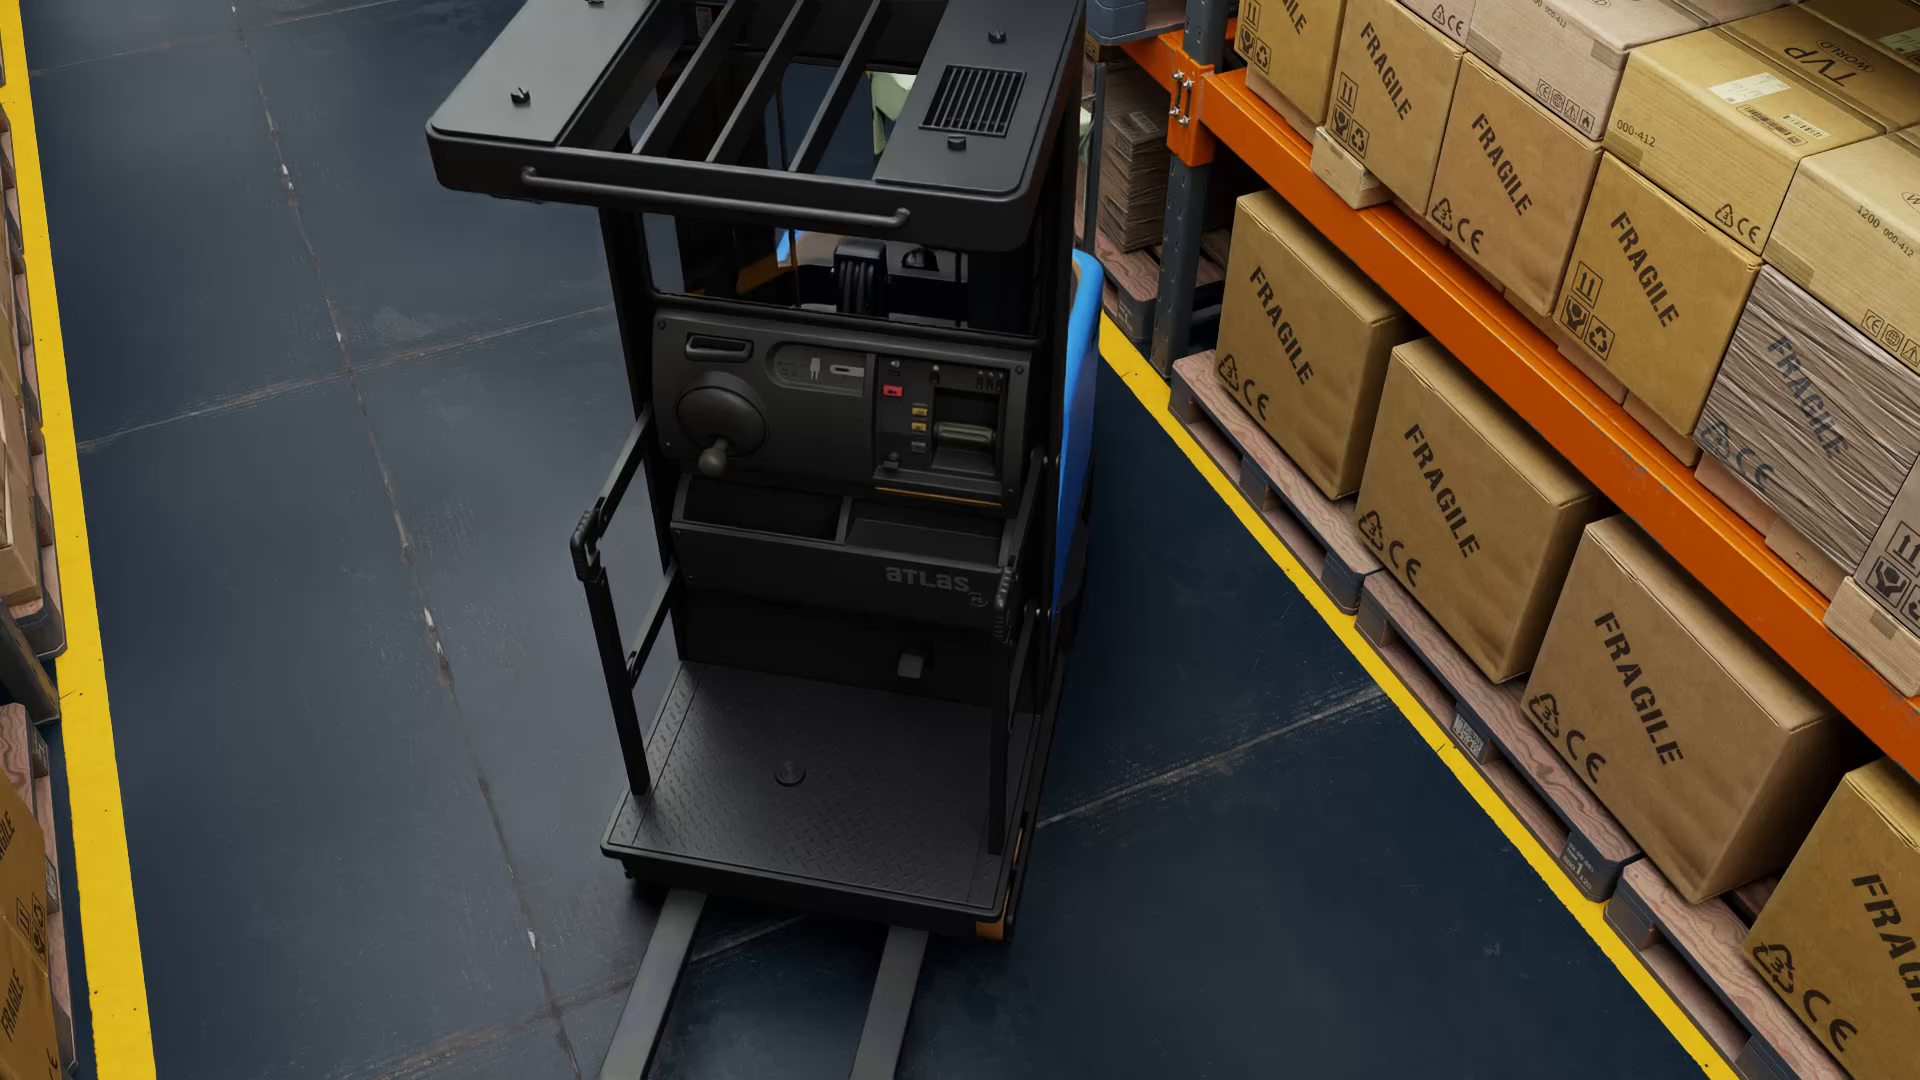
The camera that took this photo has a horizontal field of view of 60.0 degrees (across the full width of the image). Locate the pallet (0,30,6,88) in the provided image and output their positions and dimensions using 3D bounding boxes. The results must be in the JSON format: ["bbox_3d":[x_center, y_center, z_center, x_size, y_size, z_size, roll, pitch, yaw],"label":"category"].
[{"bbox_3d":[-5.258,-2.473,8.106,1.003,0.211,1.213,-18,47,-17],"label":"pallet"}]

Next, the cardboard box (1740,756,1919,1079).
[{"bbox_3d":[2.504,0.926,3.907,0.750,0.750,0.750,-18,47,-17],"label":"cardboard box"}]

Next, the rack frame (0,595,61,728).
[{"bbox_3d":[-3.280,-0.397,4.017,1.000,3.000,0.127,-18,47,-17],"label":"rack frame"}]

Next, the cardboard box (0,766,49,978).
[{"bbox_3d":[-2.673,0.863,4.207,0.500,0.500,0.500,-16,47,-16],"label":"cardboard box"}]

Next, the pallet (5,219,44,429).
[{"bbox_3d":[-4.099,-0.717,6.327,1.003,0.211,1.213,-18,47,-17],"label":"pallet"}]

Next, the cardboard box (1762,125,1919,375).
[{"bbox_3d":[2.046,-0.605,3.396,0.500,0.250,0.500,-17,47,-17],"label":"cardboard box"}]

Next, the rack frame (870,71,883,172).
[{"bbox_3d":[-0.128,-1.276,5.976,0.400,1.500,0.023,-25,50,-23],"label":"rack frame"}]

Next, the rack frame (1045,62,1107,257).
[{"bbox_3d":[0.279,-0.849,5.542,0.400,1.500,0.023,-25,50,-23],"label":"rack frame"}]

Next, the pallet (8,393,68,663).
[{"bbox_3d":[-3.590,0.059,5.540,1.003,0.211,1.213,-18,47,-17],"label":"pallet"}]

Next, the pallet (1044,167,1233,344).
[{"bbox_3d":[0.886,-1.368,6.987,1.003,0.211,1.213,-18,47,-17],"label":"pallet"}]

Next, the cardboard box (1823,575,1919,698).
[{"bbox_3d":[2.136,0.154,3.623,0.380,0.149,0.250,-18,47,-17],"label":"cardboard box"}]

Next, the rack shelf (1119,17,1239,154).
[{"bbox_3d":[0.372,-2.881,7.046,1.077,0.370,4.000,-18,47,-17],"label":"rack shelf"}]

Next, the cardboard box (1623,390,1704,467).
[{"bbox_3d":[1.901,-0.358,4.142,0.380,0.149,0.250,-17,47,-16],"label":"cardboard box"}]

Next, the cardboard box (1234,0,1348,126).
[{"bbox_3d":[1.185,-1.626,4.965,0.500,0.500,0.500,-17,47,-16],"label":"cardboard box"}]

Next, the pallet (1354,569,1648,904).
[{"bbox_3d":[1.986,0.431,5.163,1.003,0.211,1.213,-18,47,-17],"label":"pallet"}]

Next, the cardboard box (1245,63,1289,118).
[{"bbox_3d":[1.142,-1.502,5.301,0.380,0.149,0.250,-19,48,-18],"label":"cardboard box"}]

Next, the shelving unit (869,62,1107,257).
[{"bbox_3d":[0.075,-1.063,5.759,0.431,1.500,0.755,-25,50,-23],"label":"shelving unit"}]

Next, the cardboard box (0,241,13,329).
[{"bbox_3d":[-3.885,-0.965,6.251,0.500,0.250,0.500,-17,47,-17],"label":"cardboard box"}]

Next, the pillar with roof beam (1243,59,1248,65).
[{"bbox_3d":[-2.454,-3.811,3.205,9.100,9.000,0.400,-18,47,-17],"label":"pillar with roof beam"}]

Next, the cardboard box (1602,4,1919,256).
[{"bbox_3d":[1.831,-0.929,3.725,0.500,0.250,0.500,-19,48,-18],"label":"cardboard box"}]

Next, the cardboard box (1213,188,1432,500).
[{"bbox_3d":[1.404,-0.740,5.595,0.750,0.750,0.750,-19,48,-18],"label":"cardboard box"}]

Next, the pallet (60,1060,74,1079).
[{"bbox_3d":[-2.491,1.859,3.716,1.003,0.211,1.213,-18,47,-17],"label":"pallet"}]

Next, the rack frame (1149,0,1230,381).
[{"bbox_3d":[1.213,-1.863,5.502,1.000,3.000,0.127,-18,47,-17],"label":"rack frame"}]

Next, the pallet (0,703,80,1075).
[{"bbox_3d":[-3.000,1.082,4.503,1.003,0.211,1.213,-18,47,-17],"label":"pallet"}]

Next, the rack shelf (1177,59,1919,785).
[{"bbox_3d":[2.054,-0.332,4.463,1.077,0.370,4.000,-18,47,-17],"label":"rack shelf"}]

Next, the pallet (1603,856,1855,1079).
[{"bbox_3d":[2.502,1.210,4.374,1.003,0.211,1.213,-18,47,-17],"label":"pallet"}]

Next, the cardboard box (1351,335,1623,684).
[{"bbox_3d":[1.766,-0.179,5.028,0.750,0.750,0.750,-18,47,-18],"label":"cardboard box"}]

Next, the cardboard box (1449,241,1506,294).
[{"bbox_3d":[1.609,-0.858,4.648,0.380,0.149,0.250,-17,47,-17],"label":"cardboard box"}]

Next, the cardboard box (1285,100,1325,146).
[{"bbox_3d":[1.240,-1.339,5.136,0.380,0.149,0.250,-17,47,-17],"label":"cardboard box"}]

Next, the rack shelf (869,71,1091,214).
[{"bbox_3d":[0.075,-1.340,5.485,0.431,0.370,0.720,-25,50,-23],"label":"rack shelf"}]

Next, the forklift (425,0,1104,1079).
[{"bbox_3d":[-0.336,-0.202,3.913,1.129,2.867,3.031,8,45,8],"label":"forklift"}]

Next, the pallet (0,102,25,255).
[{"bbox_3d":[-4.616,-1.496,7.116,1.003,0.211,1.213,-18,47,-17],"label":"pallet"}]

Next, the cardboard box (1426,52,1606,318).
[{"bbox_3d":[1.605,-0.973,4.303,0.500,0.500,0.500,-18,47,-18],"label":"cardboard box"}]

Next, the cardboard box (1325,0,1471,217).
[{"bbox_3d":[1.397,-1.290,4.624,0.500,0.500,0.500,-17,47,-16],"label":"cardboard box"}]

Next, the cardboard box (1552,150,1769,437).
[{"bbox_3d":[1.831,-0.644,3.969,0.500,0.500,0.500,-17,47,-16],"label":"cardboard box"}]

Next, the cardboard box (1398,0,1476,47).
[{"bbox_3d":[1.397,-1.570,4.375,0.500,0.250,0.500,-19,48,-18],"label":"cardboard box"}]

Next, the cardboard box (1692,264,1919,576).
[{"bbox_3d":[2.046,-0.327,3.648,0.500,0.500,0.500,-18,47,-17],"label":"cardboard box"}]

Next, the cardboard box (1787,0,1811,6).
[{"bbox_3d":[2.067,-1.407,4.209,0.500,0.250,0.500,-19,48,-18],"label":"cardboard box"}]

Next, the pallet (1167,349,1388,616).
[{"bbox_3d":[1.477,-0.345,5.950,1.003,0.211,1.213,-18,47,-17],"label":"pallet"}]

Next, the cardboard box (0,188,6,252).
[{"bbox_3d":[-4.097,-1.290,6.580,0.500,0.250,0.500,-17,47,-17],"label":"cardboard box"}]

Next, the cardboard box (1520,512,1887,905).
[{"bbox_3d":[2.128,0.361,4.480,0.750,0.750,0.750,-17,47,-16],"label":"cardboard box"}]

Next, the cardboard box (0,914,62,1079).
[{"bbox_3d":[-2.456,1.192,3.872,0.500,0.500,0.500,-20,48,-19],"label":"cardboard box"}]
